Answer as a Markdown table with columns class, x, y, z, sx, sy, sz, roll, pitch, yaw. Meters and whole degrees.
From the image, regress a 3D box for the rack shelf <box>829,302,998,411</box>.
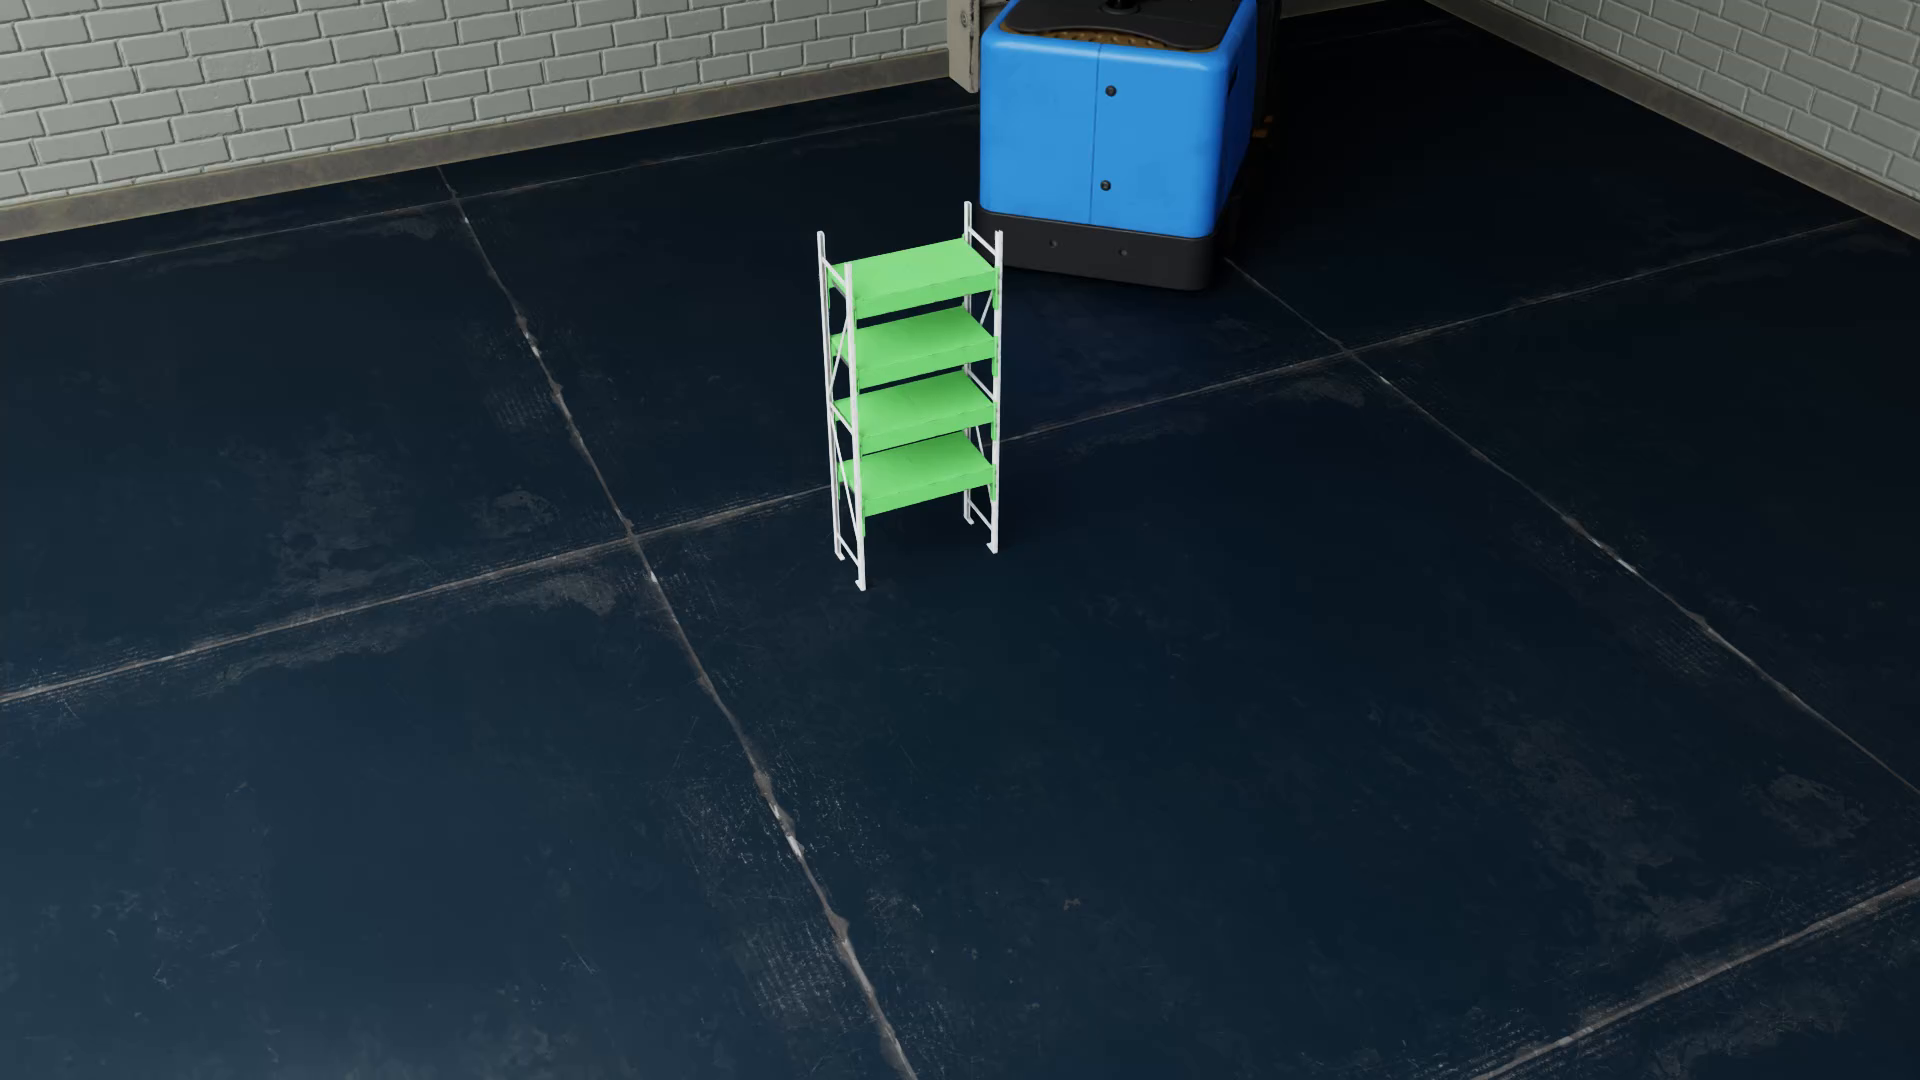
| class | x | y | z | sx | sy | sz | roll | pitch | yaw |
| --- | --- | --- | --- | --- | --- | --- | --- | --- | --- |
| rack shelf | -0.150 | -0.581 | 5.231 | 0.480 | 0.148 | 0.258 | -16 | 39 | -20 |

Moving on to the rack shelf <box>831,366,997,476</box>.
| class | x | y | z | sx | sy | sz | roll | pitch | yaw |
| --- | --- | --- | --- | --- | --- | --- | --- | --- | --- |
| rack shelf | -0.150 | -0.389 | 5.374 | 0.480 | 0.148 | 0.258 | -16 | 39 | -20 |

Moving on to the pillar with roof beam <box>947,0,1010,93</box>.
| class | x | y | z | sx | sy | sz | roll | pitch | yaw |
| --- | --- | --- | --- | --- | --- | --- | --- | --- | --- |
| pillar with roof beam | 2.000 | -3.849 | 3.385 | 0.400 | 9.000 | 9.100 | -16 | 39 | -20 |

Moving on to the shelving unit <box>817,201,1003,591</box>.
| class | x | y | z | sx | sy | sz | roll | pitch | yaw |
| --- | --- | --- | --- | --- | --- | --- | --- | --- | --- |
| shelving unit | -0.150 | -0.440 | 5.336 | 0.503 | 1.200 | 0.258 | -16 | 39 | -20 |

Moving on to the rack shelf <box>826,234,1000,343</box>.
| class | x | y | z | sx | sy | sz | roll | pitch | yaw |
| --- | --- | --- | --- | --- | --- | --- | --- | --- | --- |
| rack shelf | -0.150 | -0.774 | 5.088 | 0.480 | 0.148 | 0.258 | -16 | 39 | -20 |

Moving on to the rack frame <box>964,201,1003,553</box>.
| class | x | y | z | sx | sy | sz | roll | pitch | yaw |
| --- | --- | --- | --- | --- | --- | --- | --- | --- | --- |
| rack frame | 0.071 | -0.502 | 5.419 | 0.015 | 1.200 | 0.240 | -16 | 39 | -20 |

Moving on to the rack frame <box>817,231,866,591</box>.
| class | x | y | z | sx | sy | sz | roll | pitch | yaw |
| --- | --- | --- | --- | --- | --- | --- | --- | --- | --- |
| rack frame | -0.371 | -0.378 | 5.253 | 0.015 | 1.200 | 0.240 | -16 | 39 | -20 |

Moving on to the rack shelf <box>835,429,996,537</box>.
| class | x | y | z | sx | sy | sz | roll | pitch | yaw |
| --- | --- | --- | --- | --- | --- | --- | --- | --- | --- |
| rack shelf | -0.150 | -0.196 | 5.517 | 0.480 | 0.148 | 0.258 | -16 | 39 | -20 |

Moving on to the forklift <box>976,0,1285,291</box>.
| class | x | y | z | sx | sy | sz | roll | pitch | yaw |
| --- | --- | --- | --- | --- | --- | --- | --- | --- | --- |
| forklift | 0.984 | -3.114 | 7.488 | 1.130 | 2.935 | 3.031 | 10 | 38 | 13 |
